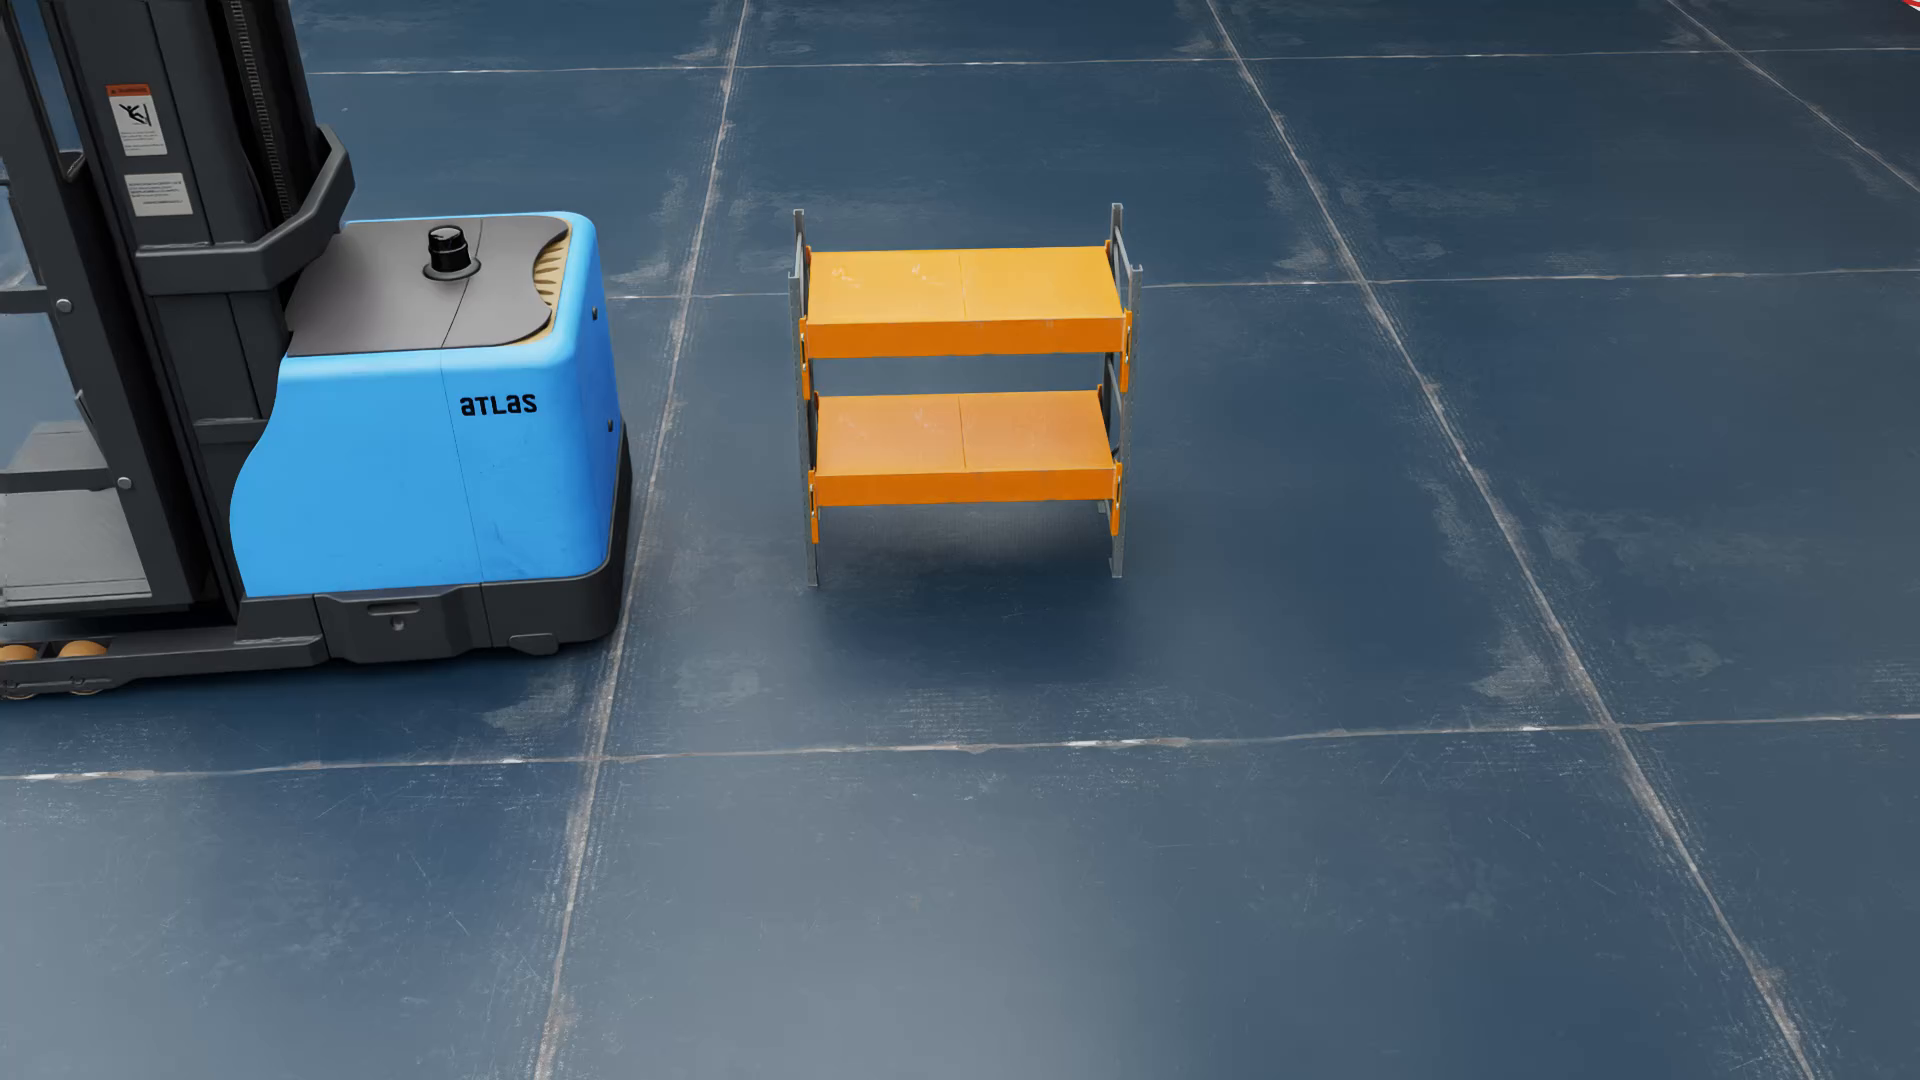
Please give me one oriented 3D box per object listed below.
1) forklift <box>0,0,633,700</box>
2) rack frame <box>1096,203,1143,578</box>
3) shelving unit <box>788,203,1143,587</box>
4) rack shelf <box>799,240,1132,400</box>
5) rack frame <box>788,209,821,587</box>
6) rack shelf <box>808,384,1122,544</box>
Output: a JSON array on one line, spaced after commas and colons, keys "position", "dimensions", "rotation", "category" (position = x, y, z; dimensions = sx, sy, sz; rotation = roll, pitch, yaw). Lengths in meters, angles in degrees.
[{"position": [-2.631, -1.039, 4.676], "dimensions": [3.031, 2.935, 1.130], "rotation": [-4, 35, -5], "category": "forklift"}, {"position": [0.515, -0.476, 5.450], "dimensions": [0.032, 1.125, 0.500], "rotation": [-2, 35, -2], "category": "rack frame"}, {"position": [0.007, -0.463, 5.430], "dimensions": [1.048, 1.125, 0.538], "rotation": [-2, 35, -2], "category": "shelving unit"}, {"position": [0.007, -0.703, 5.264], "dimensions": [1.000, 0.278, 0.538], "rotation": [-2, 35, -2], "category": "rack shelf"}, {"position": [-0.501, -0.449, 5.410], "dimensions": [0.032, 1.125, 0.500], "rotation": [-2, 35, -2], "category": "rack frame"}, {"position": [0.007, -0.262, 5.569], "dimensions": [1.000, 0.278, 0.538], "rotation": [-2, 35, -2], "category": "rack shelf"}]
